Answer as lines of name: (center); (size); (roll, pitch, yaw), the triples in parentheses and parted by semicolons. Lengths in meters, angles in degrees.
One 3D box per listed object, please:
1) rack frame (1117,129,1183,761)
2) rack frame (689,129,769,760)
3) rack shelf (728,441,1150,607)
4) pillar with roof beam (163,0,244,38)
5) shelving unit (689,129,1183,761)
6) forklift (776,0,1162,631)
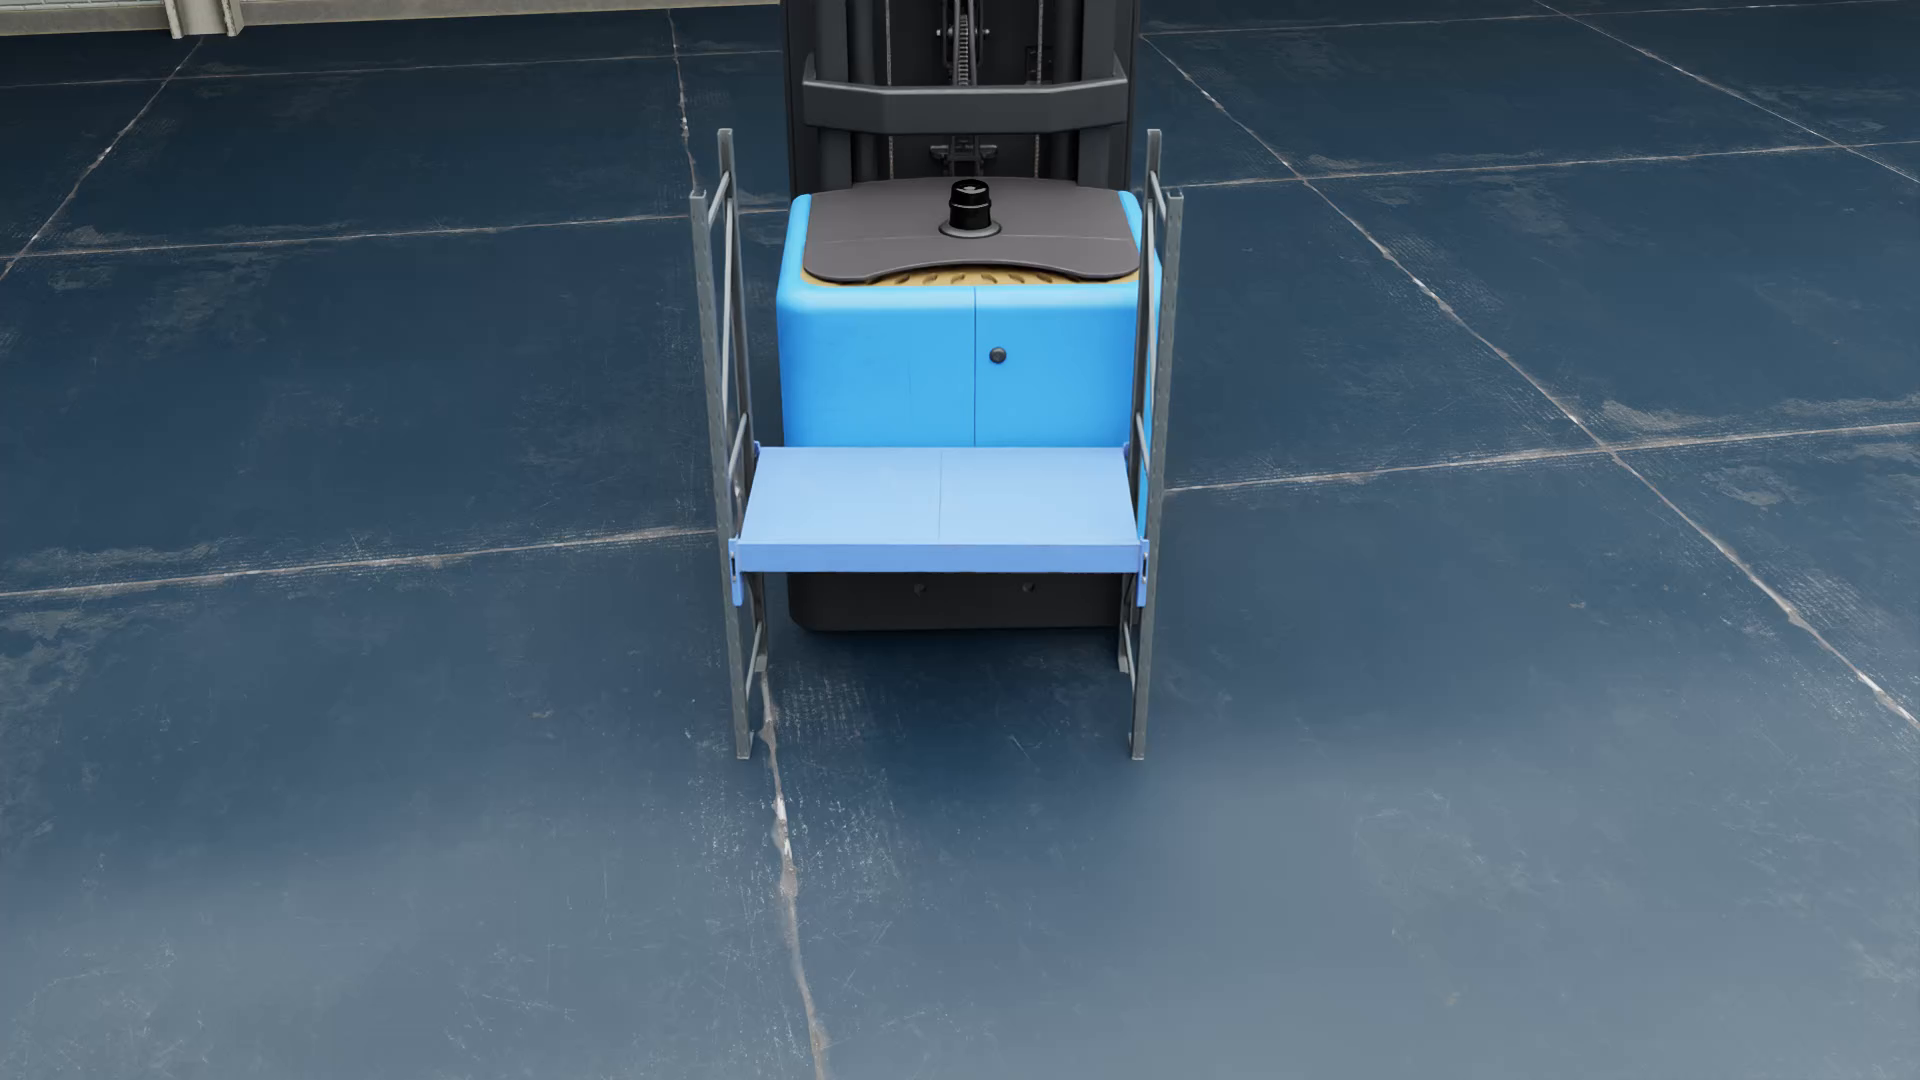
rack frame: (0.459, -0.203, 4.116); (0.032, 1.500, 0.500); (0, 30, 0)
rack frame: (-0.558, -0.205, 4.119); (0.032, 1.500, 0.500); (0, 30, 0)
rack shelf: (-0.049, -0.049, 4.209); (1.000, 0.185, 0.538); (0, 30, 0)
pillar with roof beam: (-4.165, -5.078, 5.008); (0.400, 9.000, 9.100); (-5, 31, -9)
shelving unit: (-0.049, -0.204, 4.118); (1.048, 1.500, 0.538); (0, 30, 0)
forklift: (-0.008, -1.718, 5.281); (1.130, 2.935, 3.031); (-1, 30, -2)
